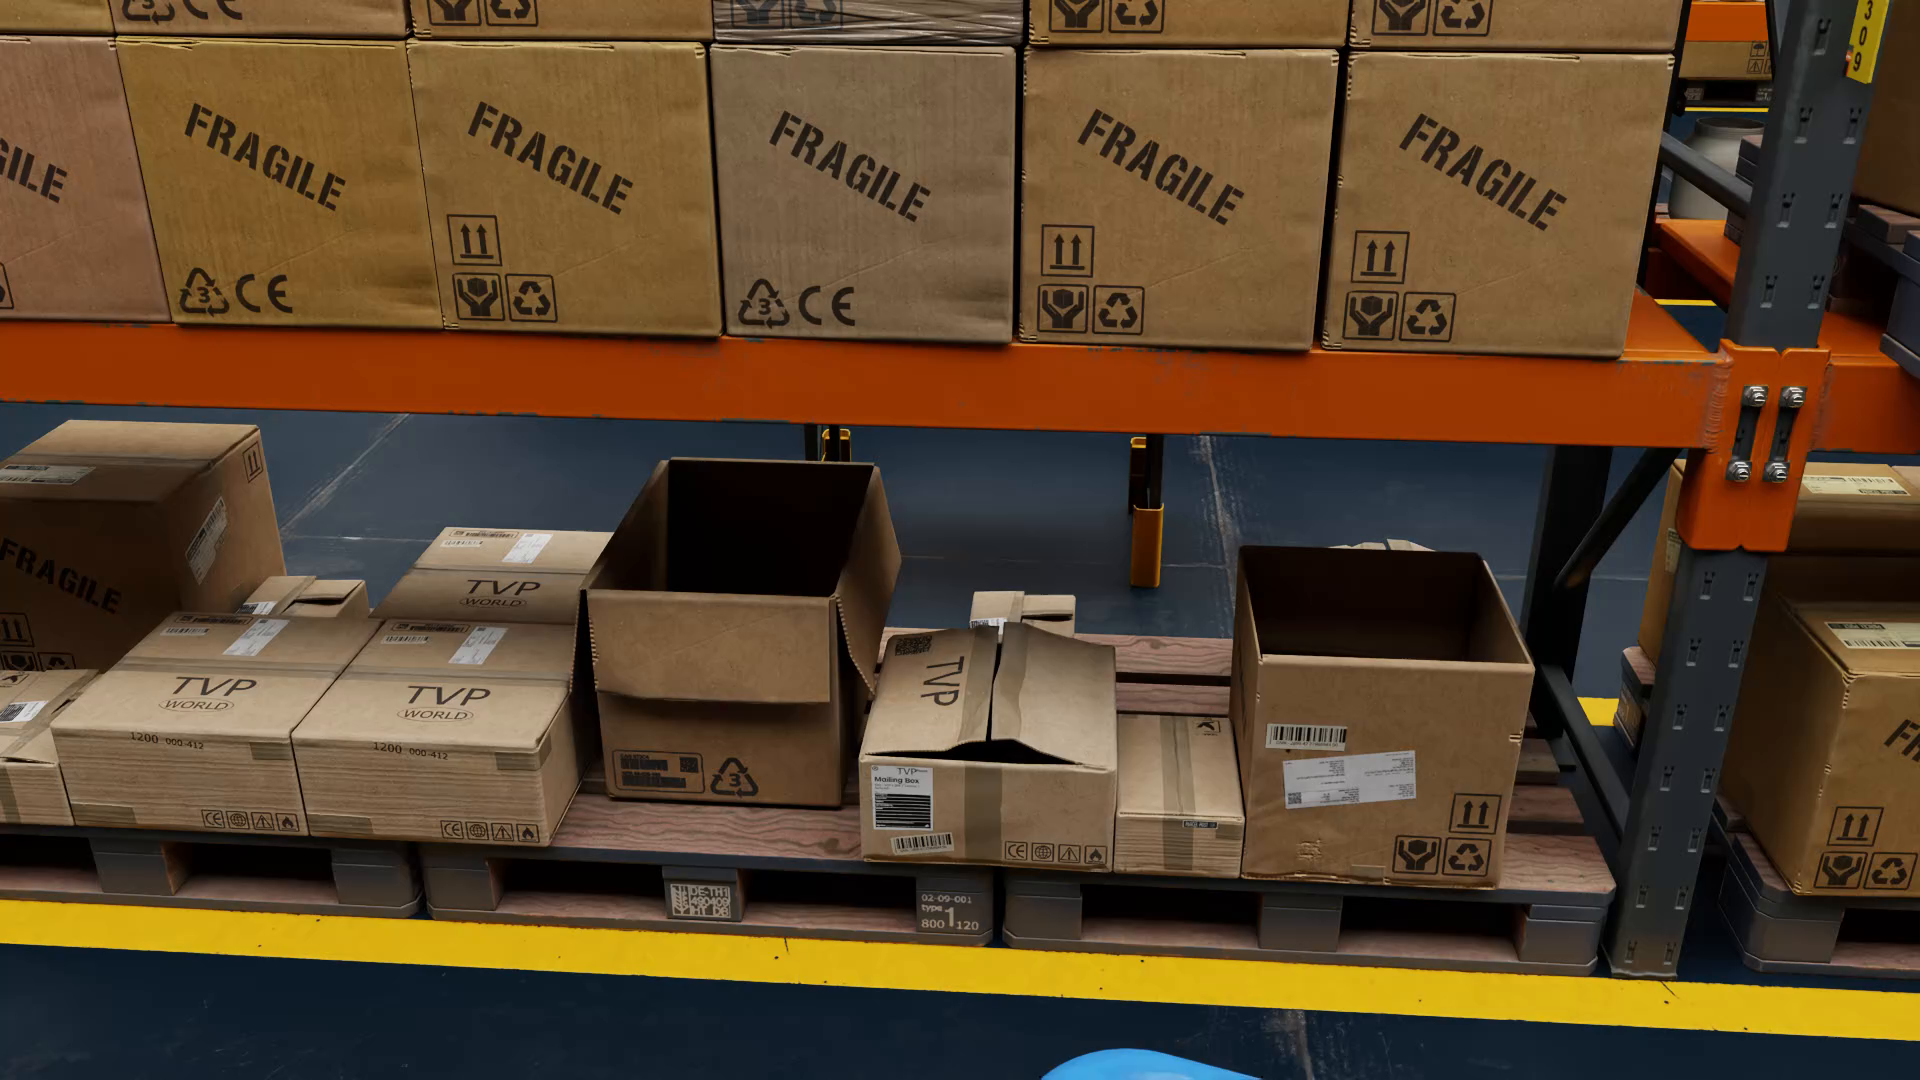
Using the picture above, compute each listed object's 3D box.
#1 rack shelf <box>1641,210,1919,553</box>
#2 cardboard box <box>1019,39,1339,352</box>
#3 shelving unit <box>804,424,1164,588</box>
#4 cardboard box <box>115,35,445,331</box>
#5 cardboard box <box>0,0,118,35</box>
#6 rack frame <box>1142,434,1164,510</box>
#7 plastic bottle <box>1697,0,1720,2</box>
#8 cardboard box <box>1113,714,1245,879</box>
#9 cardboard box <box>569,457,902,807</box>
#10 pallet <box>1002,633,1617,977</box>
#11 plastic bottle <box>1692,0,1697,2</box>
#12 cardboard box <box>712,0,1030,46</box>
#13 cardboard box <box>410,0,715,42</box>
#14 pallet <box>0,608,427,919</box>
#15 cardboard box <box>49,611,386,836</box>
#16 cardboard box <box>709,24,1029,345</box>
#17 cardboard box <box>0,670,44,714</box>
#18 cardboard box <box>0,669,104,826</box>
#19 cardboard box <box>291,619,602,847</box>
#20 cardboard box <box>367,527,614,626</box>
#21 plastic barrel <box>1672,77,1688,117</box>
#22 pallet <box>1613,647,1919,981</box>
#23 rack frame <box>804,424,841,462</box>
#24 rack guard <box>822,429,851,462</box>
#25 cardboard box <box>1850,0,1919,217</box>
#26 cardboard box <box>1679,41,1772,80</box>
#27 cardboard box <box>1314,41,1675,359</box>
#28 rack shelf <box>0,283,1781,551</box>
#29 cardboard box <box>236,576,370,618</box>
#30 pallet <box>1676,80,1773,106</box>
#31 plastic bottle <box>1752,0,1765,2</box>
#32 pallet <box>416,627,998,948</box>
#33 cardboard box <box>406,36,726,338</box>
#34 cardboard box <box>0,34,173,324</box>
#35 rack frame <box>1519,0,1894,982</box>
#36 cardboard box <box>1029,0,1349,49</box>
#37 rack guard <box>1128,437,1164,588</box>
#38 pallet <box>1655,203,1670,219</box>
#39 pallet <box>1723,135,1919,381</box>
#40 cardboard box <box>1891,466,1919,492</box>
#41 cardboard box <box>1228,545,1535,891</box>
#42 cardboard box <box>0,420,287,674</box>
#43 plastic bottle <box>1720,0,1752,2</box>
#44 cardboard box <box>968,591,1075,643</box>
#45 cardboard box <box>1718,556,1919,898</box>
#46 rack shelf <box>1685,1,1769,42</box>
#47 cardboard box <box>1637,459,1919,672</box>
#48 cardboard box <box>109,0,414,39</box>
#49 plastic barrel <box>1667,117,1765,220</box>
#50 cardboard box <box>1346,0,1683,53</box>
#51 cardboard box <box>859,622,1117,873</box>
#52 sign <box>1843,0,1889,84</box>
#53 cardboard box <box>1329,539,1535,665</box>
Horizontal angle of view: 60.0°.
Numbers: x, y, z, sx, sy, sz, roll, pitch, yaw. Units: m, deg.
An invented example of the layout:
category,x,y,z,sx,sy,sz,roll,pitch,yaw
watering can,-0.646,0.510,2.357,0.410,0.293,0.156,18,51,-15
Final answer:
category,x,y,z,sx,sy,sz,roll,pitch,yaw
rack shelf,3.403,-0.298,3.170,4.000,0.370,1.077,2,25,4
cardboard box,0.377,-0.659,2.975,0.500,0.500,0.500,3,25,5
shelving unit,0.076,-0.679,4.931,1.083,1.500,0.587,2,25,4
cardboard box,-1.142,-0.707,3.077,0.500,0.500,0.500,2,25,4
cardboard box,-1.635,-1.179,2.908,0.500,0.500,0.500,2,25,5
rack frame,0.592,-0.662,4.895,0.032,1.500,0.500,2,25,4
plastic bottle,3.261,-2.445,7.212,0.097,0.201,0.097,0,25,0
cardboard box,0.440,0.519,3.417,0.250,0.149,0.380,2,25,4
cardboard box,-0.465,0.187,3.714,0.637,0.503,0.797,2,25,4
pallet,0.724,0.556,3.790,1.213,0.211,1.003,2,25,4
plastic bottle,3.147,-2.494,7.229,0.135,0.276,0.152,2,25,4
cardboard box,-0.129,-1.128,2.798,0.500,0.500,0.500,2,25,4
cardboard box,-0.630,-1.145,2.834,0.500,0.500,0.500,2,25,4
pallet,-1.709,0.478,3.960,1.213,0.211,1.003,2,25,4
cardboard box,-1.561,0.384,3.590,0.500,0.250,0.500,2,25,4
cardboard box,-0.136,-0.675,3.008,0.500,0.500,0.500,2,25,5
cardboard box,-2.188,0.435,3.600,0.250,0.149,0.380,2,25,4
cardboard box,-1.939,0.435,3.579,0.250,0.166,0.380,2,25,4
cardboard box,-1.062,0.400,3.555,0.500,0.250,0.500,2,25,4
cardboard box,-1.074,0.190,4.012,0.500,0.250,0.500,2,25,4
plastic barrel,3.039,-1.944,7.893,0.708,0.901,0.600,2,25,4
pallet,2.223,0.588,3.719,1.213,0.211,1.003,2,25,4
rack frame,-0.422,-0.695,4.966,0.032,1.500,0.500,2,25,4
rack guard,-0.421,-0.127,5.227,0.087,0.250,0.587,2,25,4
cardboard box,1.864,-0.817,2.814,0.500,0.500,0.700,-6,25,-14
cardboard box,5.473,-3.946,12.276,0.875,0.875,1.225,1,25,2
cardboard box,0.891,-0.643,2.940,0.500,0.500,0.500,2,25,5
rack shelf,-0.585,-0.426,3.448,4.000,0.370,1.077,2,25,4
cardboard box,-1.622,0.236,4.013,0.250,0.166,0.380,2,25,4
pallet,5.379,-3.479,12.559,1.213,0.211,1.003,2,25,4
plastic bottle,3.492,-2.469,7.181,0.097,0.271,0.097,0,25,0
pallet,-0.496,0.518,3.873,1.213,0.211,1.003,2,25,4
cardboard box,-0.644,-0.690,3.041,0.500,0.500,0.500,2,25,5
cardboard box,-1.642,-0.724,3.115,0.500,0.500,0.500,2,25,3
rack frame,1.409,-0.689,3.158,0.127,3.000,1.000,2,25,4
cardboard box,0.374,-1.112,2.762,0.500,0.500,0.500,1,25,3
rack guard,0.573,-0.095,5.158,0.087,0.250,0.587,2,25,4
pallet,3.778,-1.406,8.054,1.213,0.211,1.003,2,25,4
pallet,2.197,-0.531,3.044,1.213,0.211,1.003,2,25,4
cardboard box,2.415,0.163,3.772,0.500,0.500,0.500,2,25,4
cardboard box,0.819,0.347,3.372,0.500,0.500,0.500,2,25,4
cardboard box,-2.018,0.034,4.053,0.500,0.500,0.500,2,25,4
plastic bottle,3.379,-2.486,7.213,0.135,0.276,0.152,2,25,4
cardboard box,0.144,0.271,3.935,0.250,0.166,0.380,2,25,4
cardboard box,1.872,0.364,3.335,0.500,0.500,0.500,1,25,2
rack shelf,3.786,-2.362,7.656,4.000,0.370,1.077,2,25,4
cardboard box,1.923,0.143,3.814,0.500,0.500,0.500,2,25,4
cardboard box,-1.137,-1.161,2.868,0.500,0.500,0.500,2,25,5
plastic barrel,3.595,-1.711,7.854,0.421,0.512,0.421,0,25,0
cardboard box,0.885,-1.097,2.729,0.500,0.500,0.500,2,25,4
cardboard box,0.071,0.409,3.463,0.500,0.311,0.500,2,25,4
sign,1.375,-0.856,2.485,0.005,0.325,0.100,2,25,4
cardboard box,1.007,0.229,3.854,0.500,0.311,0.500,2,25,4
